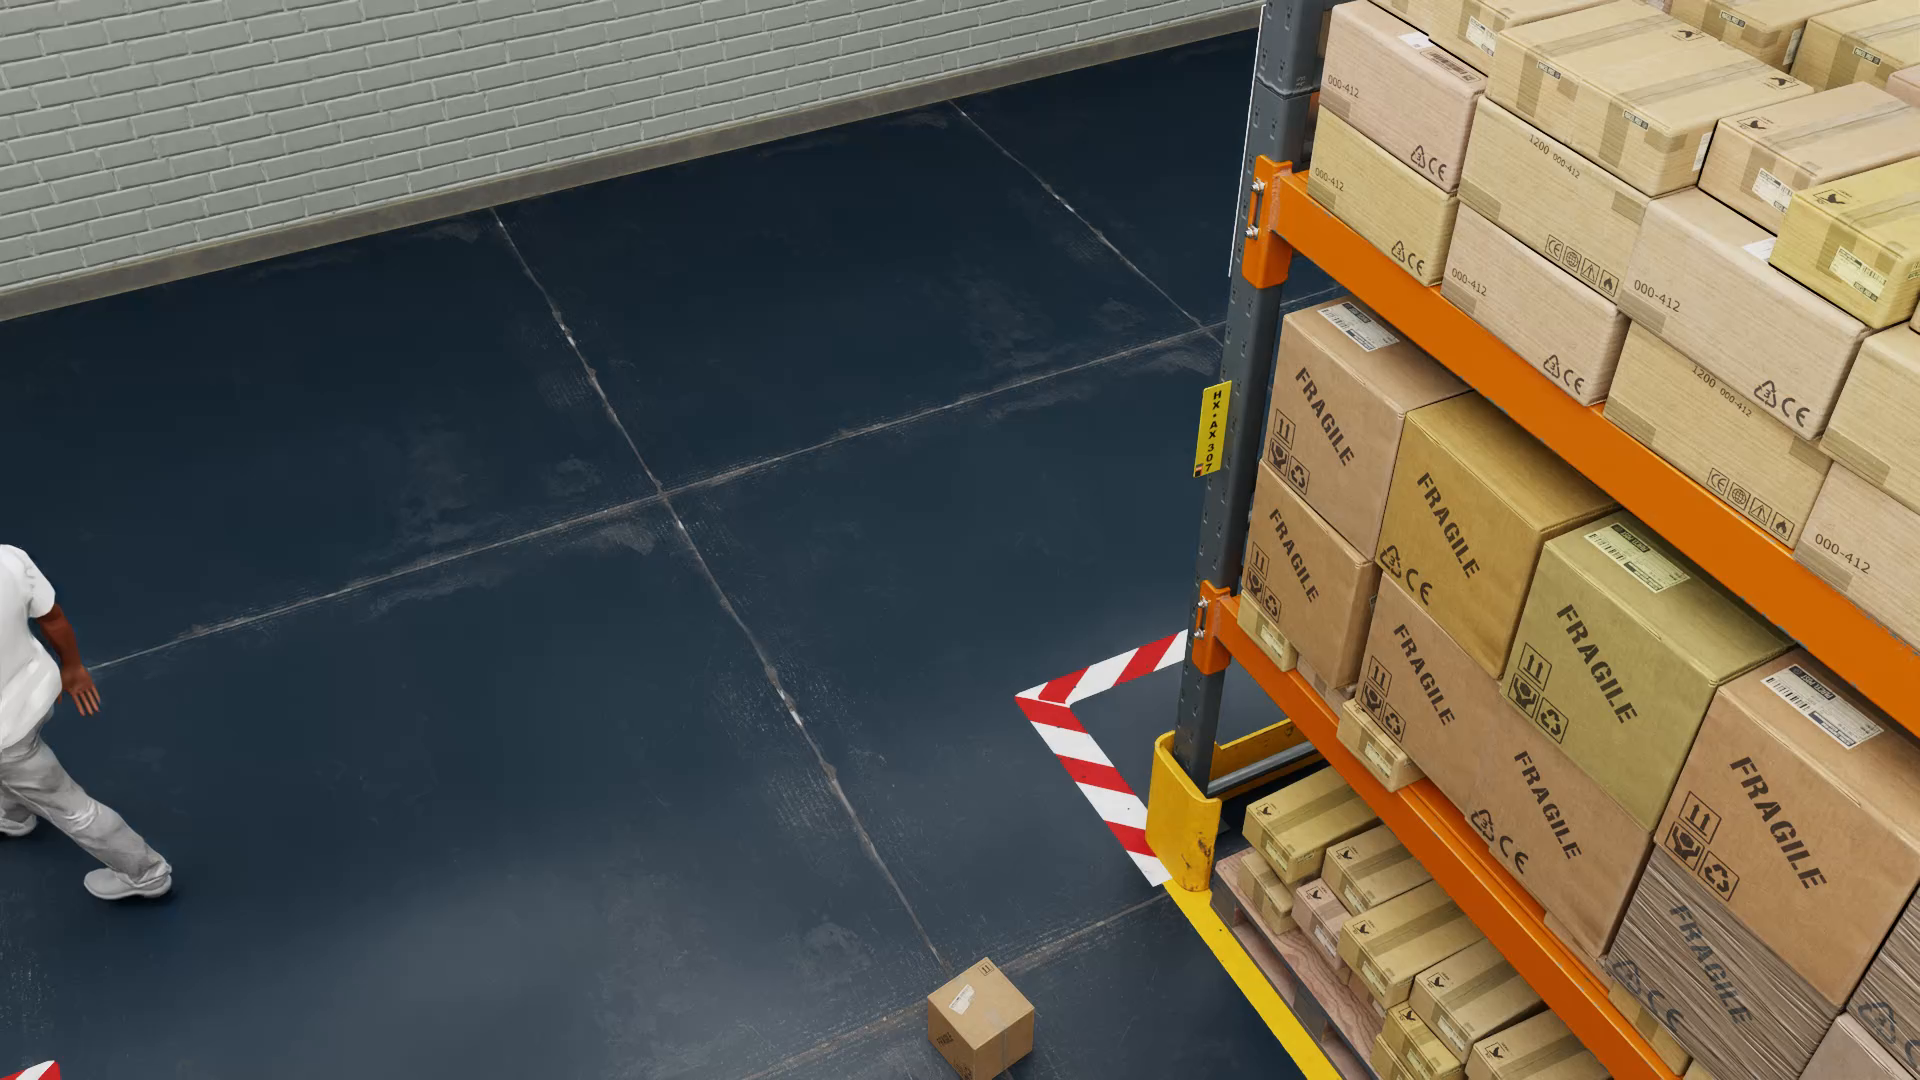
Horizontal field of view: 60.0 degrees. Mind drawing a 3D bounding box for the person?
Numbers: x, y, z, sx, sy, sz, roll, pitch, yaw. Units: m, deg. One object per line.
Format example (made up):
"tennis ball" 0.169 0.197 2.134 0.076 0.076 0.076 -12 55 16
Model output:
"person" -3.286 0.540 5.494 0.953 1.719 0.581 6 41 7
